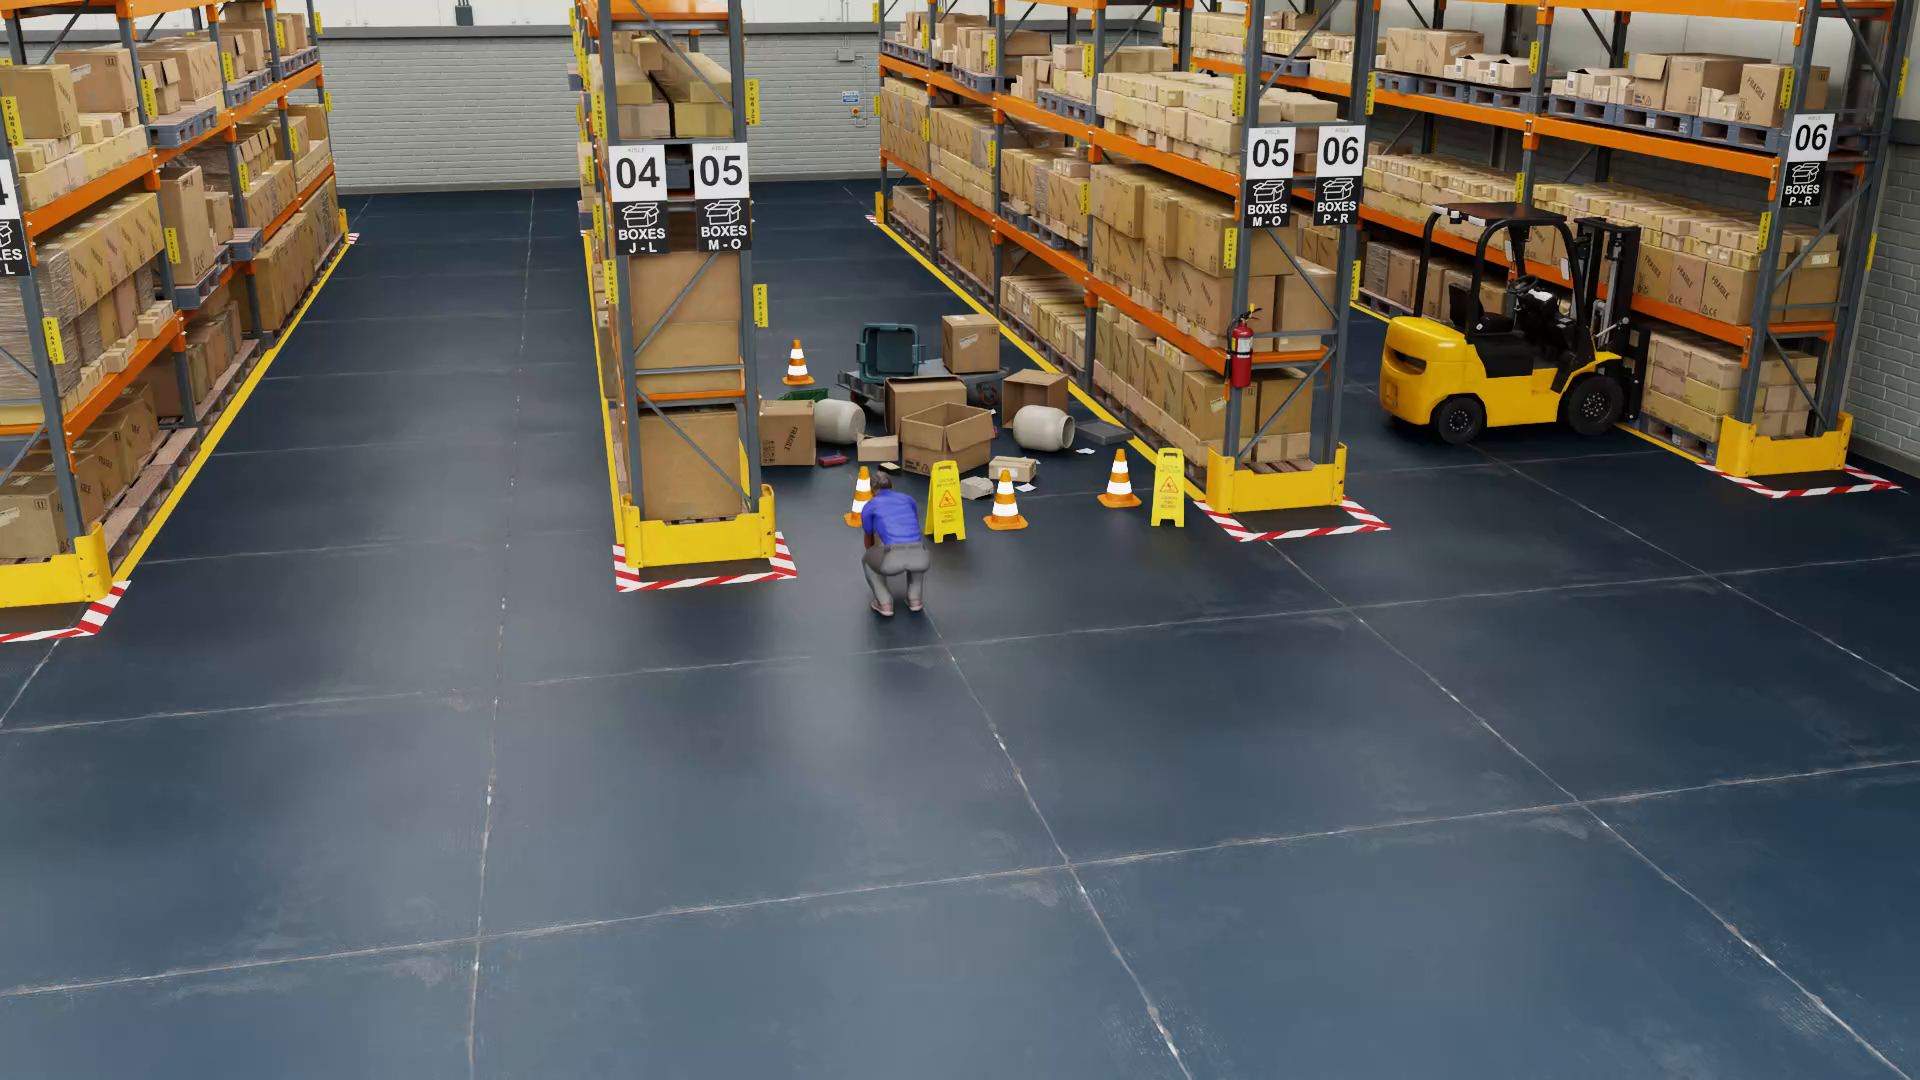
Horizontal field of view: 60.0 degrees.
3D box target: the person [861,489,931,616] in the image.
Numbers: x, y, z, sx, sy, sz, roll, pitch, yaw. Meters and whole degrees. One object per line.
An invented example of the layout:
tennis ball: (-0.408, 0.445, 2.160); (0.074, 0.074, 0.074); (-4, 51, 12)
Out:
person: (-0.454, 0.098, 12.021); (0.455, 0.855, 0.618); (-5, 20, -14)
